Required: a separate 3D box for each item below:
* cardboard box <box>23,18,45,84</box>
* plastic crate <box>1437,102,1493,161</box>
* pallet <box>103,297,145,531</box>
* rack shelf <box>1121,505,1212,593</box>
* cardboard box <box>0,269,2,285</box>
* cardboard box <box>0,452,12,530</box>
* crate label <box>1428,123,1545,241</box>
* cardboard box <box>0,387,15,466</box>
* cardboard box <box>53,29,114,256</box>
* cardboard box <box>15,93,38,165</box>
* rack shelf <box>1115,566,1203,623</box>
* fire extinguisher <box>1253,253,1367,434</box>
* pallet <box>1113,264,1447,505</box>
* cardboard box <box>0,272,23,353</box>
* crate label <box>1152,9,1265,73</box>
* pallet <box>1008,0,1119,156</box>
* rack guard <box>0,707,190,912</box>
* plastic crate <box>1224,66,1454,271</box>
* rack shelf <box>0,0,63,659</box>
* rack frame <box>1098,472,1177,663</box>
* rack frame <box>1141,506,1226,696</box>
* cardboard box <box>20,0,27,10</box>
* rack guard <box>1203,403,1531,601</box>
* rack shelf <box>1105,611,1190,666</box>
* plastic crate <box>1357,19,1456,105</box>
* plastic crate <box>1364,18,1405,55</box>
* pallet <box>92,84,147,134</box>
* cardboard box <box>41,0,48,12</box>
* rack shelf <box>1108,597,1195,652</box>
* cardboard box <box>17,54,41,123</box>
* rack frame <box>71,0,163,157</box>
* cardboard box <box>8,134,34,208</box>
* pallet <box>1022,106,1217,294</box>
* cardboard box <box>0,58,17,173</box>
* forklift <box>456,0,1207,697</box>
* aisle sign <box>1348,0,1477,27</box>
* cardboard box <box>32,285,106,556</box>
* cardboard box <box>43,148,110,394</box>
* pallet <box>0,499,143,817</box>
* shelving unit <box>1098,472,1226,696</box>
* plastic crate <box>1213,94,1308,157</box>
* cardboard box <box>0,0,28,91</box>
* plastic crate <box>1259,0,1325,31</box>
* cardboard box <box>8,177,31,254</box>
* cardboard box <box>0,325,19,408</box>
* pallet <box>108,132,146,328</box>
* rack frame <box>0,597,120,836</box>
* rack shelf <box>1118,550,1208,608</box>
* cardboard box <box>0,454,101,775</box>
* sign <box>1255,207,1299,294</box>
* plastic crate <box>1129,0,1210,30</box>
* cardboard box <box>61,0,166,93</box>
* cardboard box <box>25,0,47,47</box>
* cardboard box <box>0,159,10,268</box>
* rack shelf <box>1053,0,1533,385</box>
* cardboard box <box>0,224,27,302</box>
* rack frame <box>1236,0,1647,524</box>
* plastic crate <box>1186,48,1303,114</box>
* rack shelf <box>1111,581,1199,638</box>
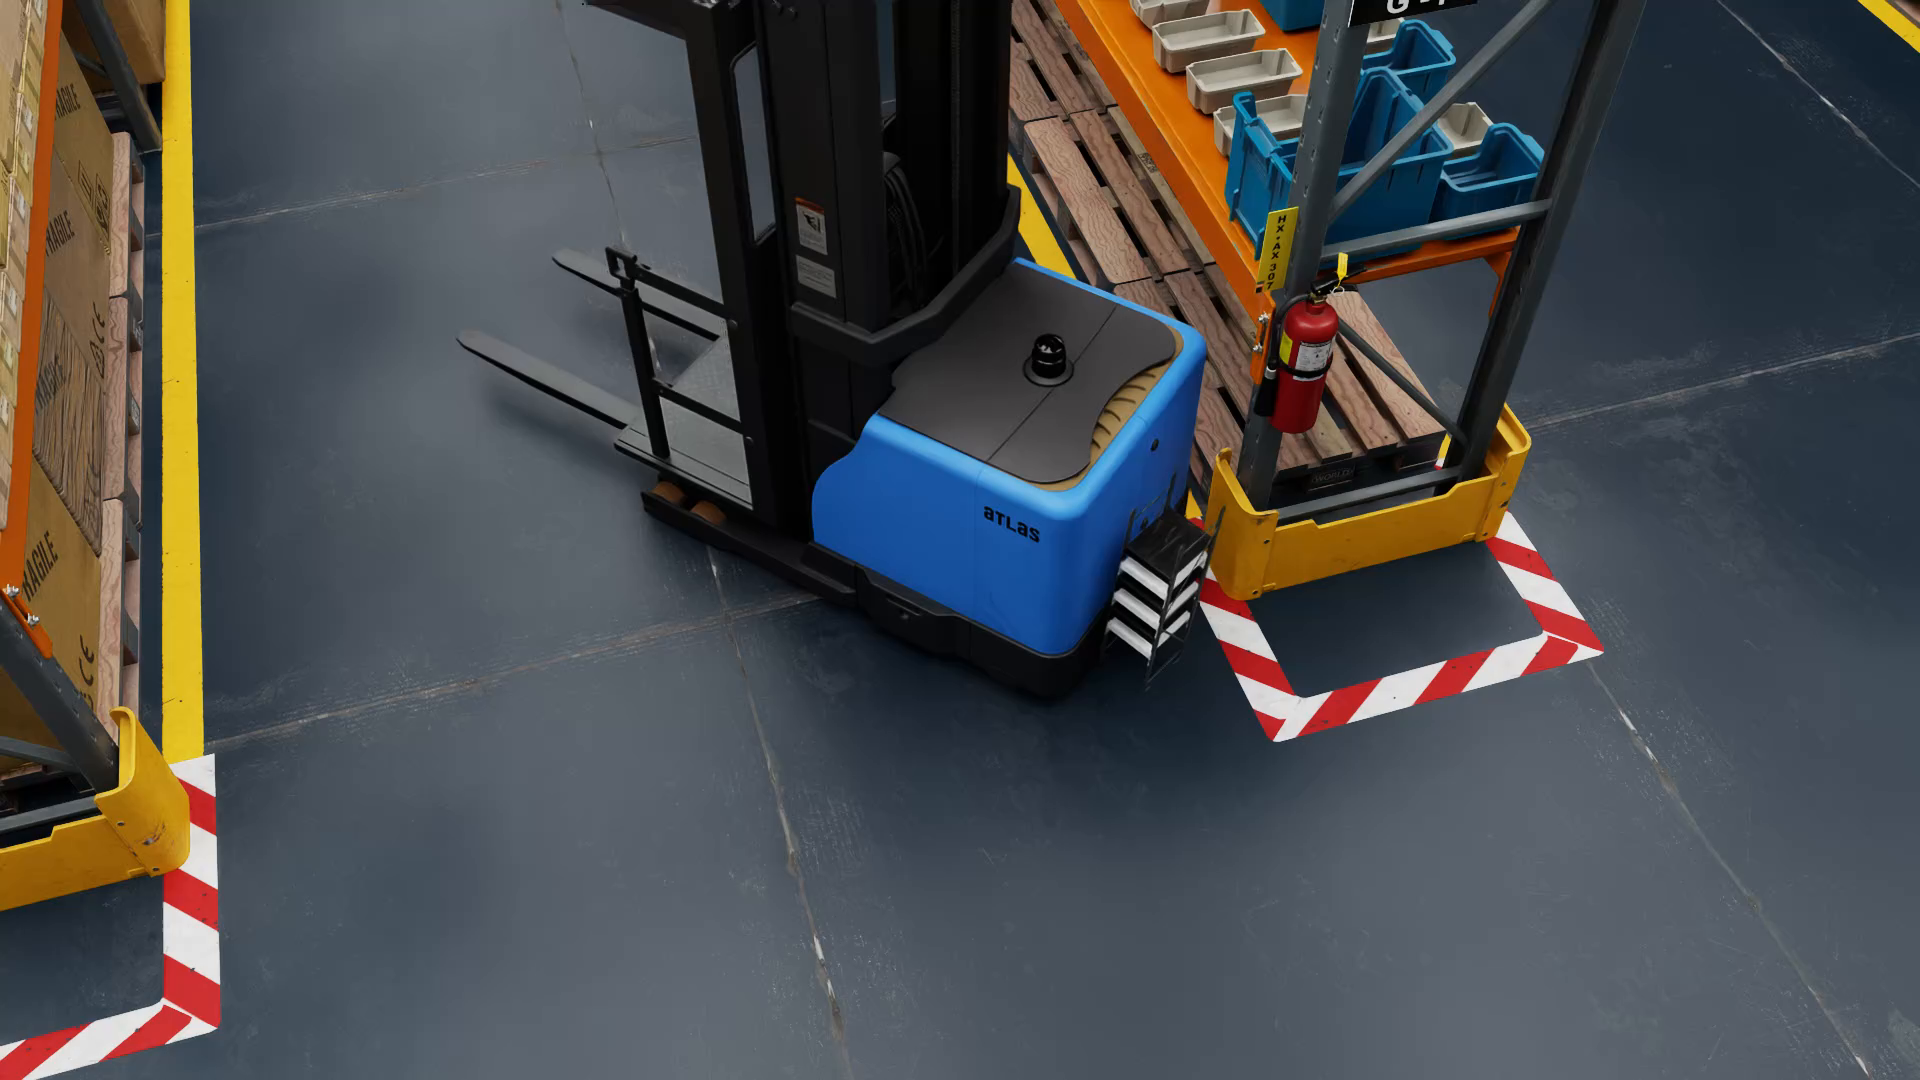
[{"bbox_3d":[-3.689,-1.814,6.271,0.380,0.149,0.250,-12,51,-10],"label":"cardboard box"},{"bbox_3d":[1.743,-1.436,5.921,0.250,0.136,0.298,-13,51,-11],"label":"plastic crate"},{"bbox_3d":[-3.883,-0.431,6.765,1.003,0.211,1.213,-13,51,-11],"label":"pallet"},{"bbox_3d":[0.704,0.028,5.610,0.200,0.077,0.258,38,59,22],"label":"rack shelf"},{"bbox_3d":[-3.258,-0.711,5.081,0.500,0.250,0.500,-14,51,-11],"label":"cardboard box"},{"bbox_3d":[-3.004,-0.127,4.849,0.380,0.149,0.250,-13,51,-11],"label":"cardboard box"},{"bbox_3d":[1.759,-1.214,5.671,0.416,0.233,0.303,-13,51,-11],"label":"crate label"},{"bbox_3d":[-3.081,-0.314,5.007,0.380,0.149,0.250,-14,51,-12],"label":"cardboard box"},{"bbox_3d":[-4.278,-1.746,7.164,0.875,0.875,0.875,-13,51,-11],"label":"cardboard box"},{"bbox_3d":[-3.539,-1.441,5.957,0.380,0.149,0.250,-13,51,-10],"label":"cardboard box"},{"bbox_3d":[0.694,0.137,5.753,0.200,0.077,0.258,38,59,22],"label":"rack shelf"},{"bbox_3d":[1.128,-0.636,5.408,0.296,0.674,0.183,-13,51,-11],"label":"fire extinguisher"},{"bbox_3d":[1.310,-0.706,6.997,1.003,0.211,1.213,-13,51,-11],"label":"pallet"},{"bbox_3d":[-3.235,-0.691,5.325,0.380,0.149,0.250,-14,51,-12],"label":"cardboard box"},{"bbox_3d":[0.926,-1.896,6.309,0.396,0.136,0.243,-13,51,-11],"label":"crate label"},{"bbox_3d":[0.589,-2.488,8.499,1.003,0.211,1.213,-13,51,-11],"label":"pallet"},{"bbox_3d":[-3.207,0.949,5.412,1.175,0.500,0.348,-13,51,-11],"label":"rack guard"},{"bbox_3d":[1.240,-1.227,5.550,0.616,0.435,0.499,-13,51,-11],"label":"plastic crate"},{"bbox_3d":[-3.806,-1.103,5.978,1.077,0.370,4.000,-13,51,-11],"label":"rack shelf"},{"bbox_3d":[0.616,0.114,5.836,0.006,0.900,0.240,38,59,22],"label":"rack frame"},{"bbox_3d":[0.766,0.229,5.759,0.006,0.900,0.240,38,59,22],"label":"rack frame"},{"bbox_3d":[-3.860,-2.202,6.338,0.500,0.250,0.500,-12,51,-10],"label":"cardboard box"},{"bbox_3d":[1.537,-0.173,6.359,1.175,0.500,0.348,-13,51,-11],"label":"rack guard"},{"bbox_3d":[0.679,0.300,5.967,0.200,0.077,0.258,38,59,22],"label":"rack shelf"},{"bbox_3d":[1.564,-1.695,6.077,0.416,0.233,0.300,-13,51,-11],"label":"plastic crate"},{"bbox_3d":[1.542,-1.931,6.339,0.250,0.136,0.298,-13,51,-11],"label":"plastic crate"},{"bbox_3d":[-4.697,-2.443,8.461,1.003,0.211,1.213,-13,51,-11],"label":"pallet"},{"bbox_3d":[-3.842,-2.190,6.588,0.380,0.149,0.250,-14,51,-12],"label":"cardboard box"},{"bbox_3d":[0.684,0.246,5.896,0.200,0.077,0.258,38,59,22],"label":"rack shelf"},{"bbox_3d":[-3.614,-1.627,6.114,0.380,0.149,0.250,-14,51,-12],"label":"cardboard box"},{"bbox_3d":[-4.397,-2.795,6.934,1.000,3.000,0.127,-13,51,-11],"label":"rack frame"},{"bbox_3d":[-3.460,-1.250,5.796,0.380,0.149,0.250,-14,51,-12],"label":"cardboard box"},{"bbox_3d":[0.953,-1.595,7.747,1.003,0.211,1.213,-13,51,-11],"label":"pallet"},{"bbox_3d":[-3.563,-1.459,5.711,0.500,0.250,0.500,-14,51,-12],"label":"cardboard box"},{"bbox_3d":[-0.652,-1.253,5.679,3.031,2.935,1.130,25,54,20],"label":"forklift"},{"bbox_3d":[1.259,-1.713,4.321,0.394,0.787,0.004,-13,51,-11],"label":"aisle sign"},{"bbox_3d":[-3.749,-0.438,6.062,0.875,0.875,0.875,-13,51,-11],"label":"cardboard box"},{"bbox_3d":[-4.012,-1.088,6.610,0.875,0.875,0.875,-13,51,-11],"label":"cardboard box"},{"bbox_3d":[-3.525,0.459,6.015,1.003,0.211,1.213,-13,51,-11],"label":"pallet"},{"bbox_3d":[0.691,0.171,5.798,0.210,0.900,0.258,38,59,22],"label":"shelving unit"},{"bbox_3d":[1.103,-1.483,5.961,0.396,0.136,0.243,-13,51,-11],"label":"plastic crate"},{"bbox_3d":[-3.709,-1.830,6.024,0.500,0.250,0.500,-12,51,-10],"label":"cardboard box"},{"bbox_3d":[1.369,-2.175,6.482,0.416,0.233,0.300,-13,51,-11],"label":"plastic crate"},{"bbox_3d":[-3.386,-1.065,5.640,0.380,0.149,0.250,-14,51,-11],"label":"cardboard box"},{"bbox_3d":[-3.157,-0.501,5.164,0.380,0.149,0.250,-14,51,-12],"label":"cardboard box"},{"bbox_3d":[-4.247,-1.323,7.517,1.003,0.211,1.213,-13,51,-11],"label":"pallet"},{"bbox_3d":[-3.214,0.126,4.471,1.000,3.000,0.127,-13,51,-11],"label":"rack frame"},{"bbox_3d":[0.699,0.083,5.681,0.200,0.077,0.258,38,59,22],"label":"rack shelf"},{"bbox_3d":[-3.480,0.226,5.502,0.875,0.875,0.875,-13,51,-11],"label":"cardboard box"},{"bbox_3d":[0.997,-0.910,5.238,0.100,0.325,0.005,-13,51,-11],"label":"sign"},{"bbox_3d":[0.820,-2.108,6.488,0.298,0.136,0.250,-13,51,-11],"label":"plastic crate"},{"bbox_3d":[-4.605,-2.709,7.976,1.225,0.875,0.875,-13,51,-11],"label":"cardboard box"},{"bbox_3d":[-3.766,-2.002,6.430,0.380,0.149,0.250,-12,51,-10],"label":"cardboard box"},{"bbox_3d":[-3.403,-1.079,5.391,0.500,0.250,0.500,-15,51,-12],"label":"cardboard box"},{"bbox_3d":[0.926,-2.223,6.922,1.077,0.370,4.000,-13,51,-11],"label":"rack shelf"},{"bbox_3d":[-3.310,-0.877,5.481,0.380,0.149,0.250,-14,51,-12],"label":"cardboard box"},{"bbox_3d":[1.517,-0.994,5.415,1.000,3.000,0.127,-13,51,-11],"label":"rack frame"},{"bbox_3d":[1.031,-1.698,6.142,0.396,0.136,0.243,-13,51,-11],"label":"plastic crate"},{"bbox_3d":[0.689,0.192,5.824,0.200,0.077,0.258,38,59,22],"label":"rack shelf"}]
